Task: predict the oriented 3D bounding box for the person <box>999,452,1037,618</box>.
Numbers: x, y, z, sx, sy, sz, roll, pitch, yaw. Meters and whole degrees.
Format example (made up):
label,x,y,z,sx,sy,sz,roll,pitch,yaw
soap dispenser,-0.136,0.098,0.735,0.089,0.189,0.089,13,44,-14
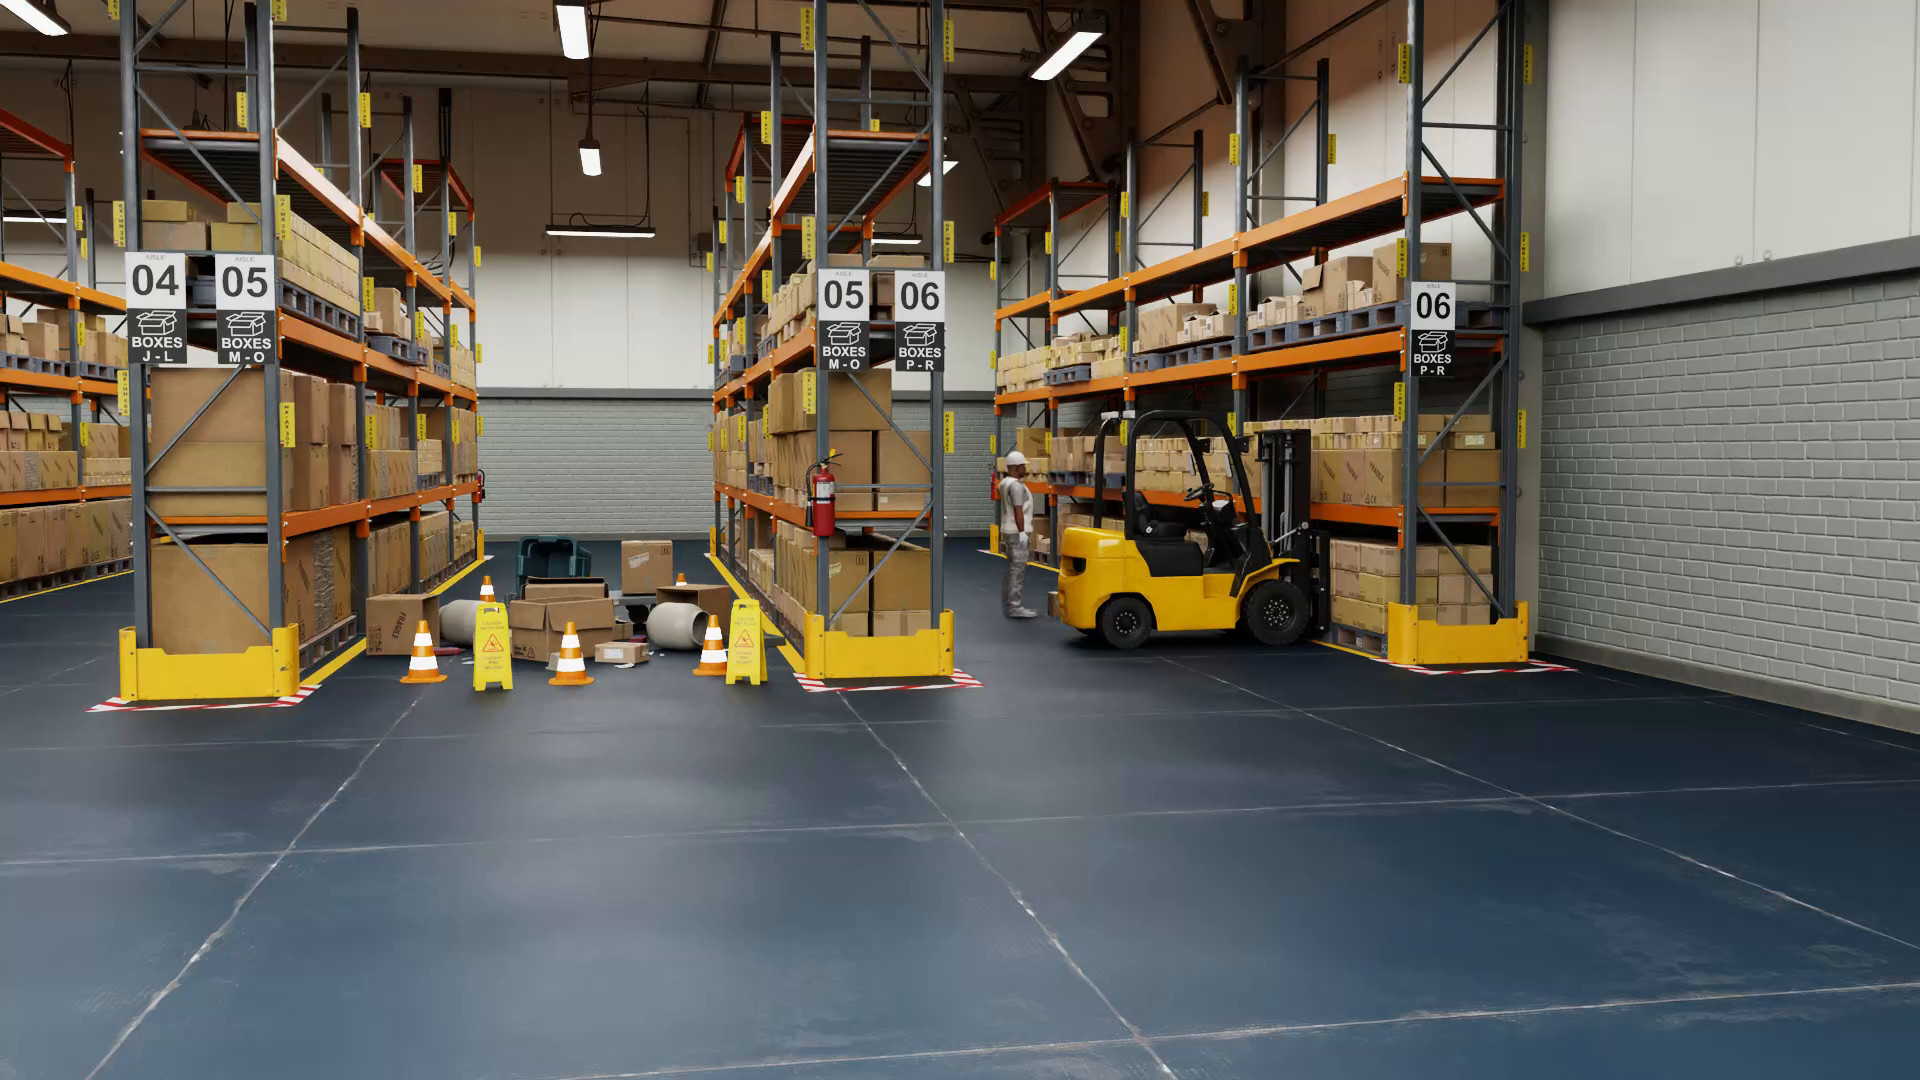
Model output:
label,x,y,z,sx,sy,sz,roll,pitch,yaw
person,0.621,-0.062,18.006,0.363,1.785,0.546,-1,3,-10
